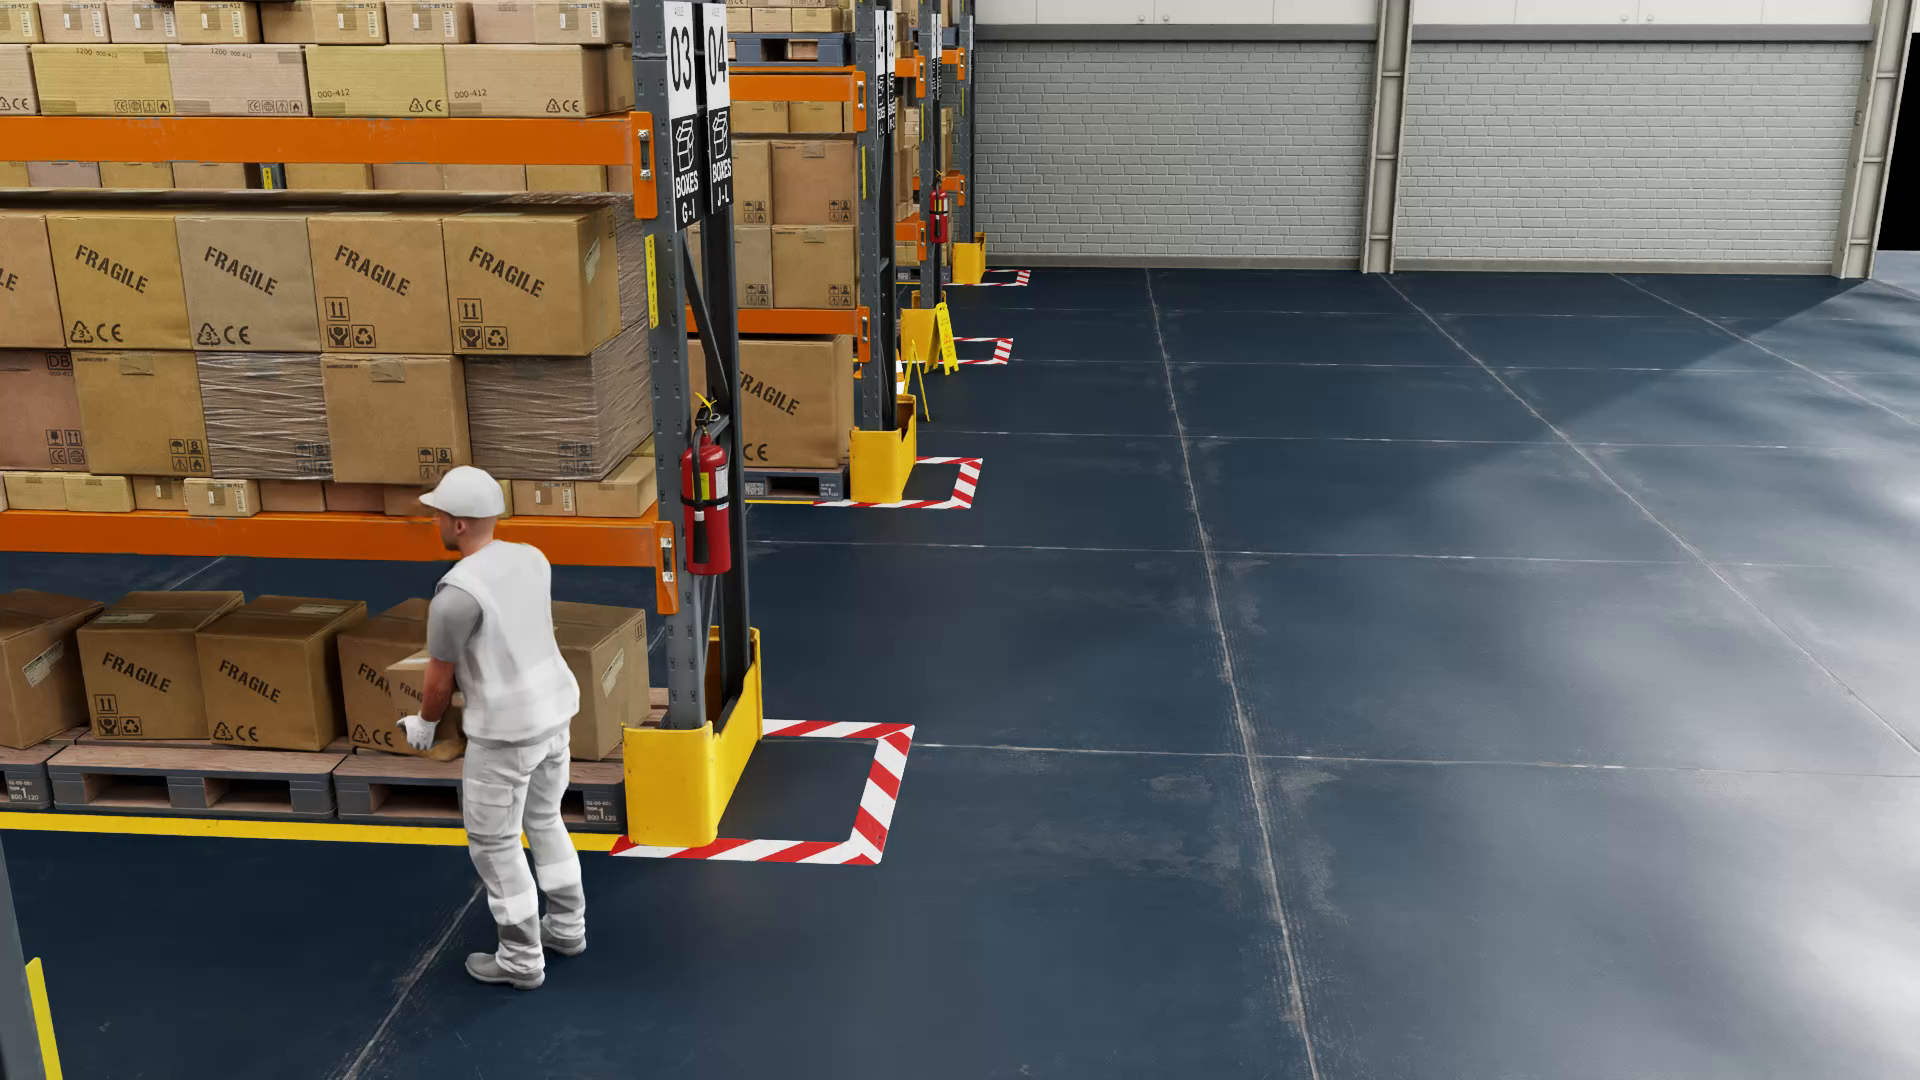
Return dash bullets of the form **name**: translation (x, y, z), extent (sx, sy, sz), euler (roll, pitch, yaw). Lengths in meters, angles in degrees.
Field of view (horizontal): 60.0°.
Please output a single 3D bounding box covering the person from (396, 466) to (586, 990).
- **person**: translation (-1.577, 0.615, 5.560), extent (0.583, 1.773, 0.491), euler (8, 19, 23)
